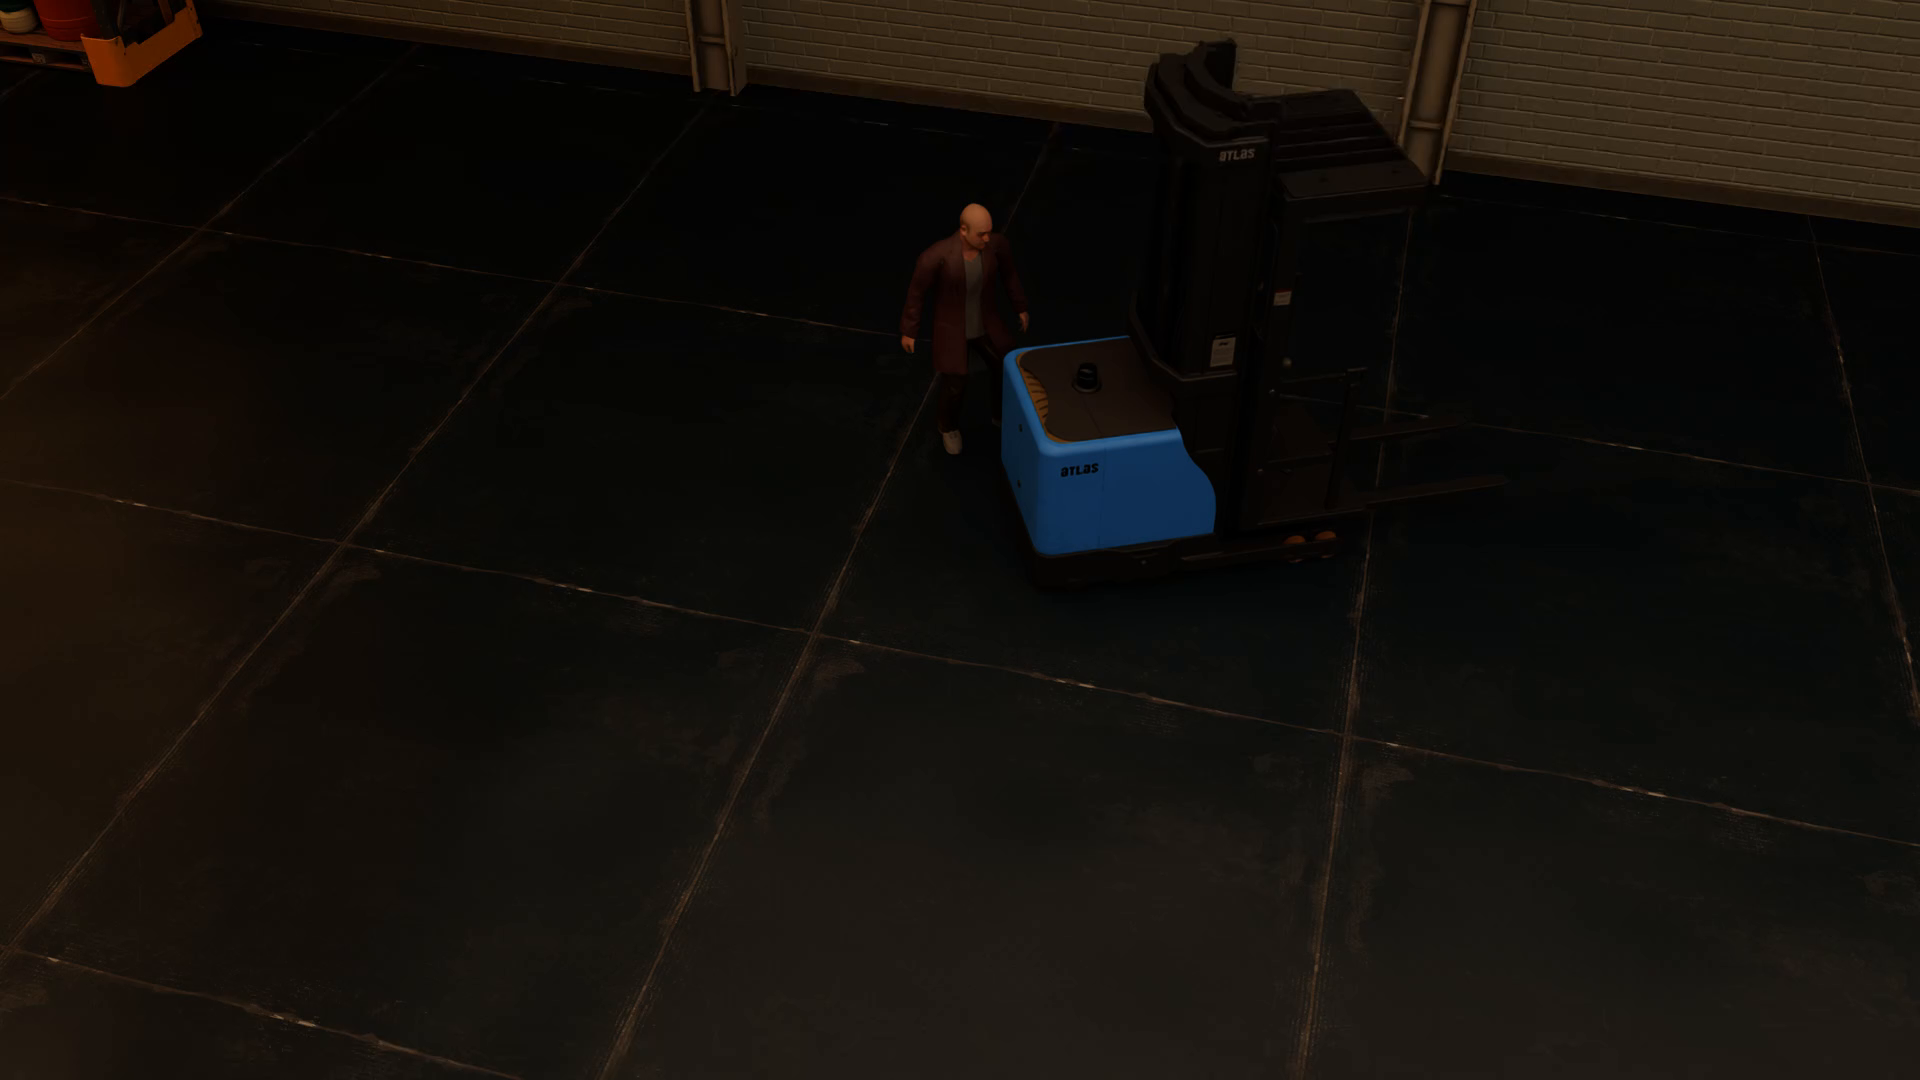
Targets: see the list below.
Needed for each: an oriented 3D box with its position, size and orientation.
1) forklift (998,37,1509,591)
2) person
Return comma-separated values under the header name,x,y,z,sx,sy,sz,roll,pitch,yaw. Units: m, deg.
name,x,y,z,sx,sy,sz,roll,pitch,yaw
forklift,1.809,-1.301,9.345,3.031,2.935,1.130,-8,42,-9
person,0.070,-1.326,10.276,0.890,1.750,0.423,-17,44,-18
